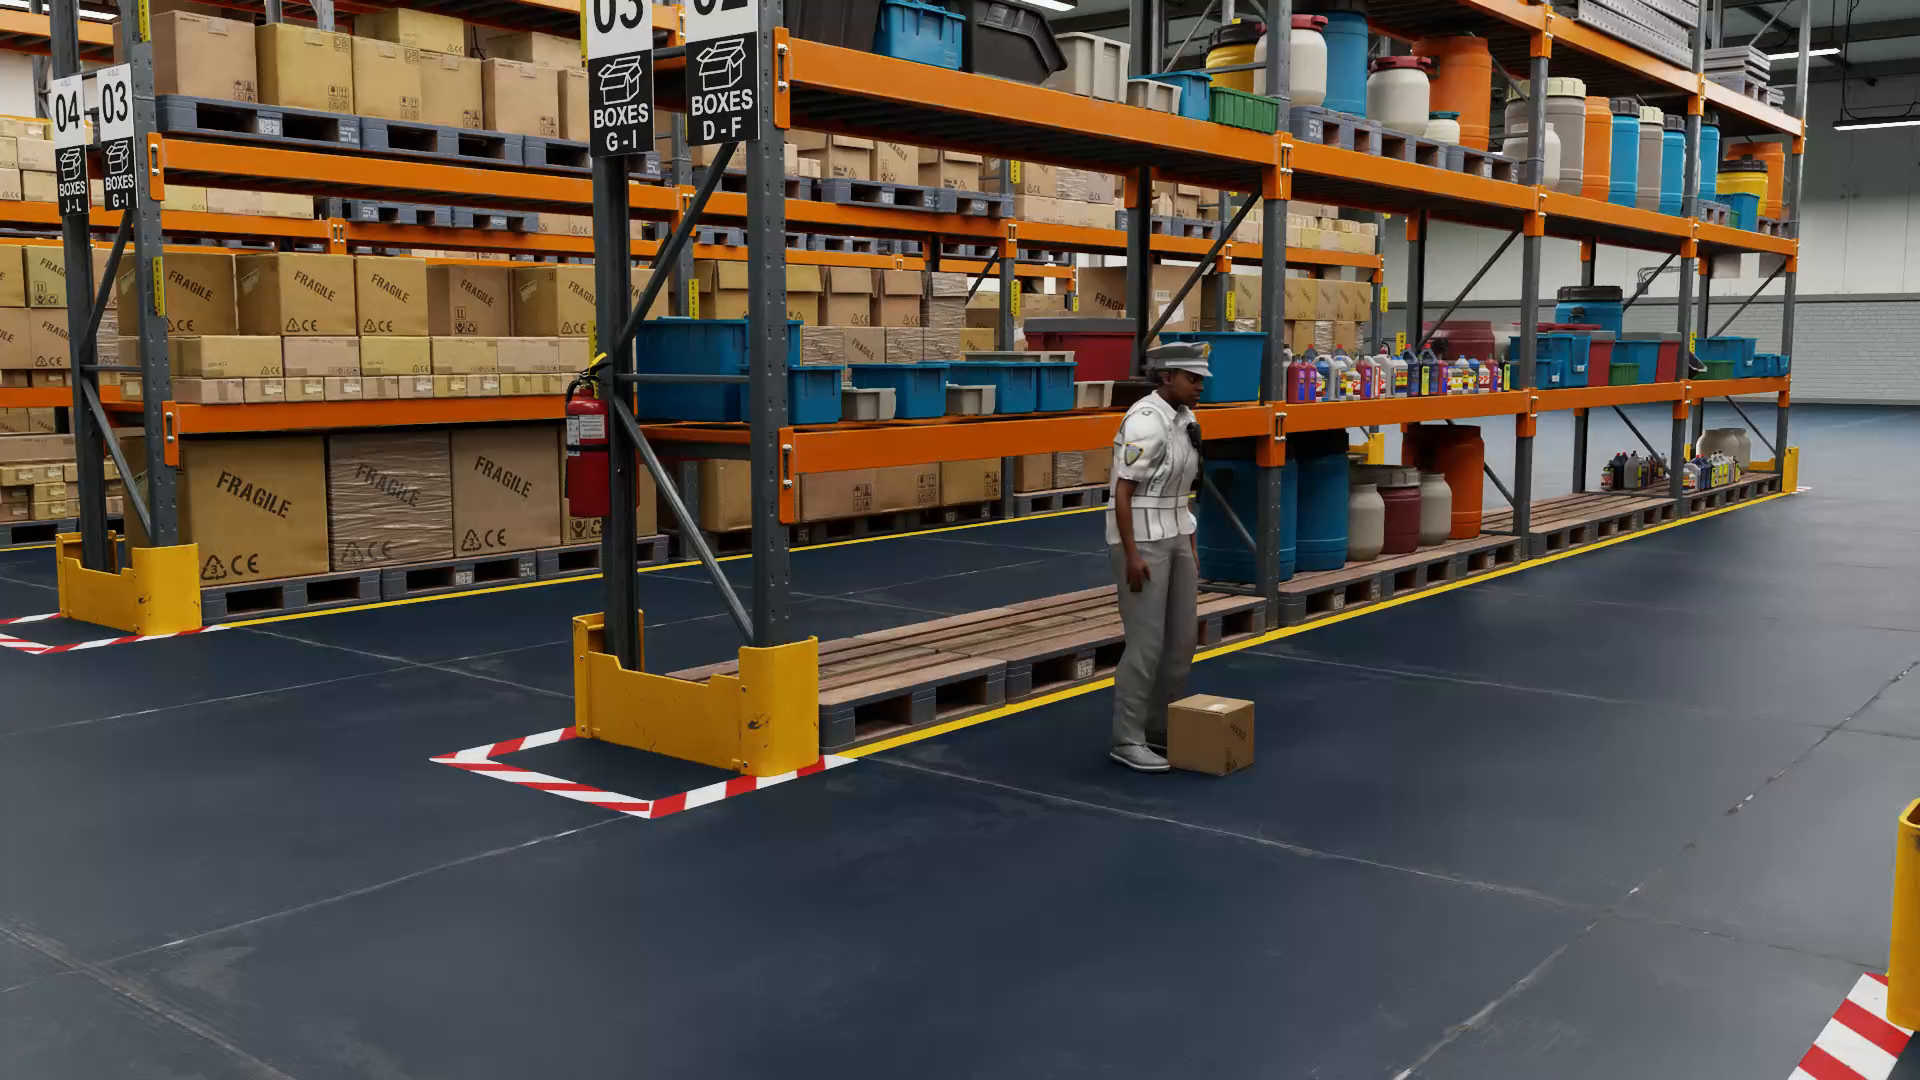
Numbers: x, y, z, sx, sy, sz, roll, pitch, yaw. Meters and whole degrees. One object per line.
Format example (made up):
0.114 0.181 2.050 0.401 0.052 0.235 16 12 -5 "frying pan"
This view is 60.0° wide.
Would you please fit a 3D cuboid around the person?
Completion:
0.790 0.049 6.585 0.397 1.656 0.503 5 9 38 "person"
